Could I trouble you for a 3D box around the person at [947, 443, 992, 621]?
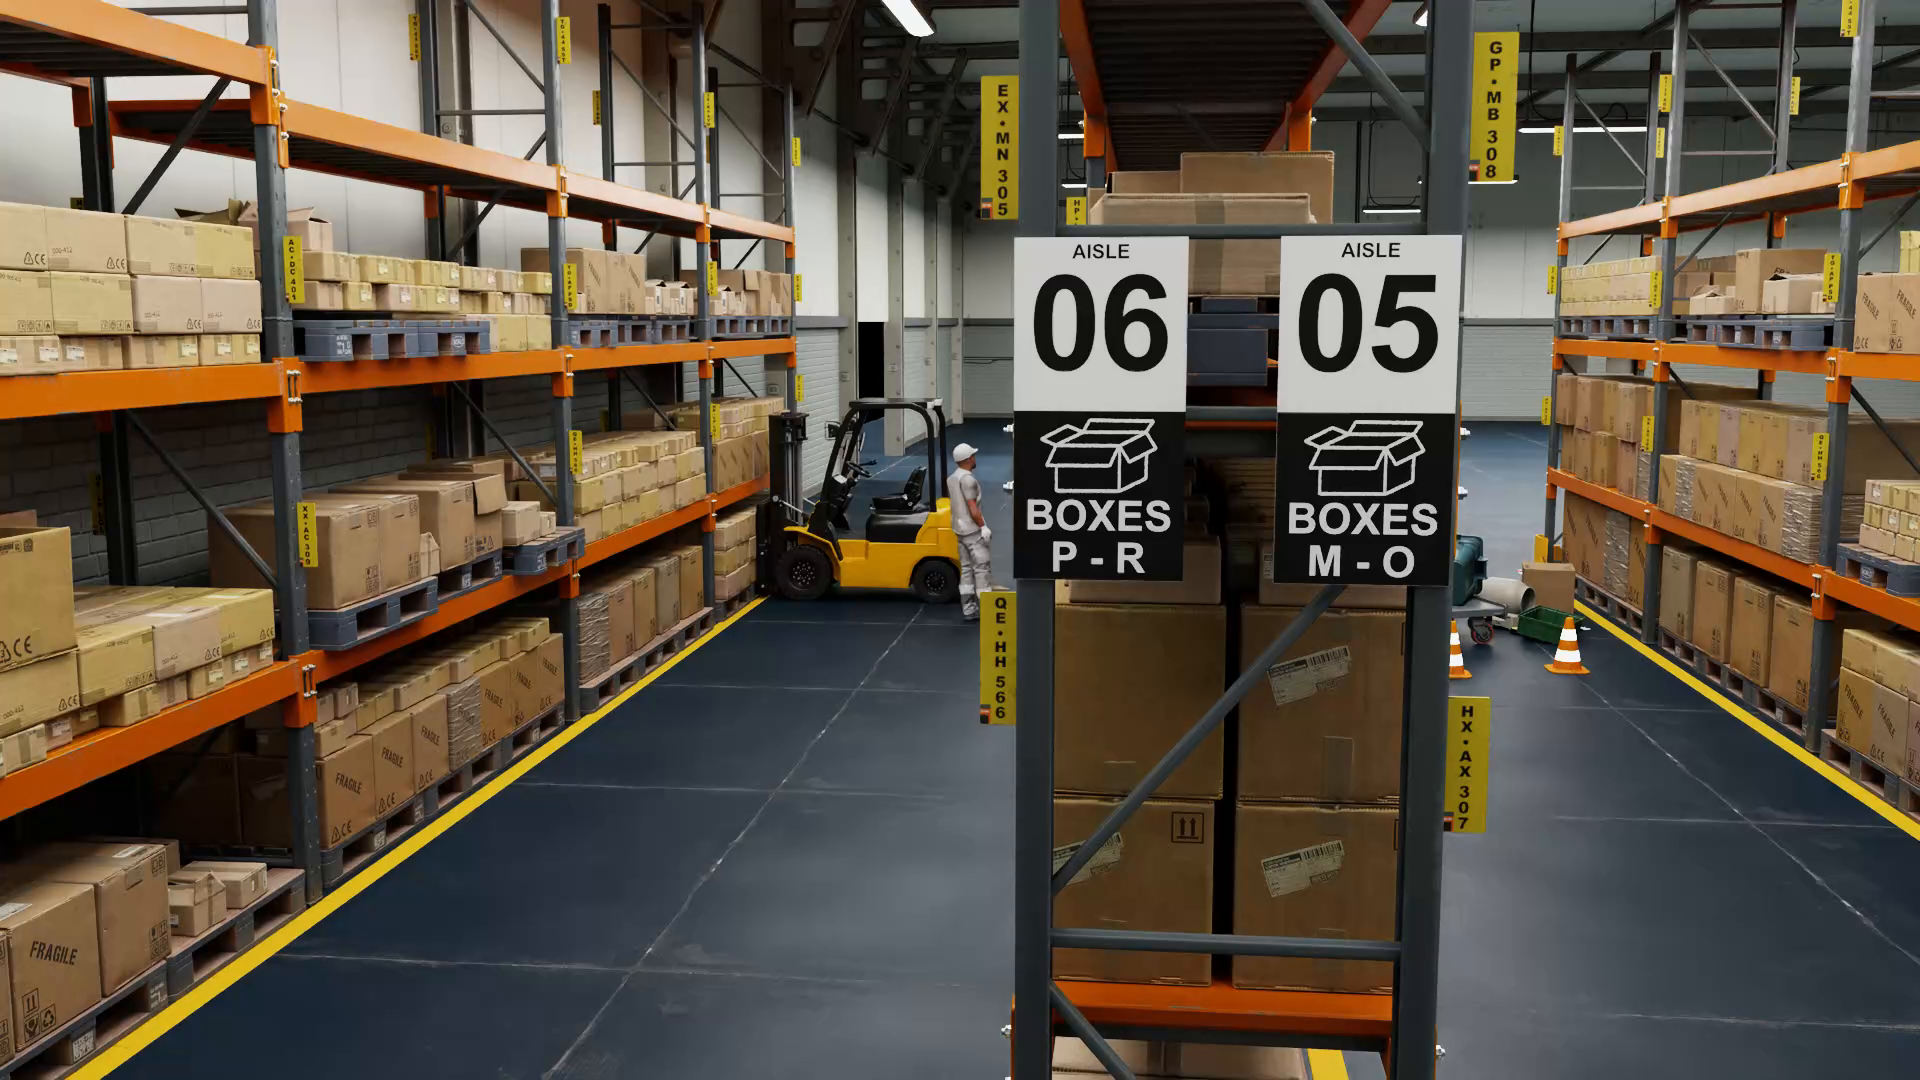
[{"bbox_3d":[0.179,-0.081,16.741,0.564,1.787,0.635,-3,8,-23],"label":"person"}]
